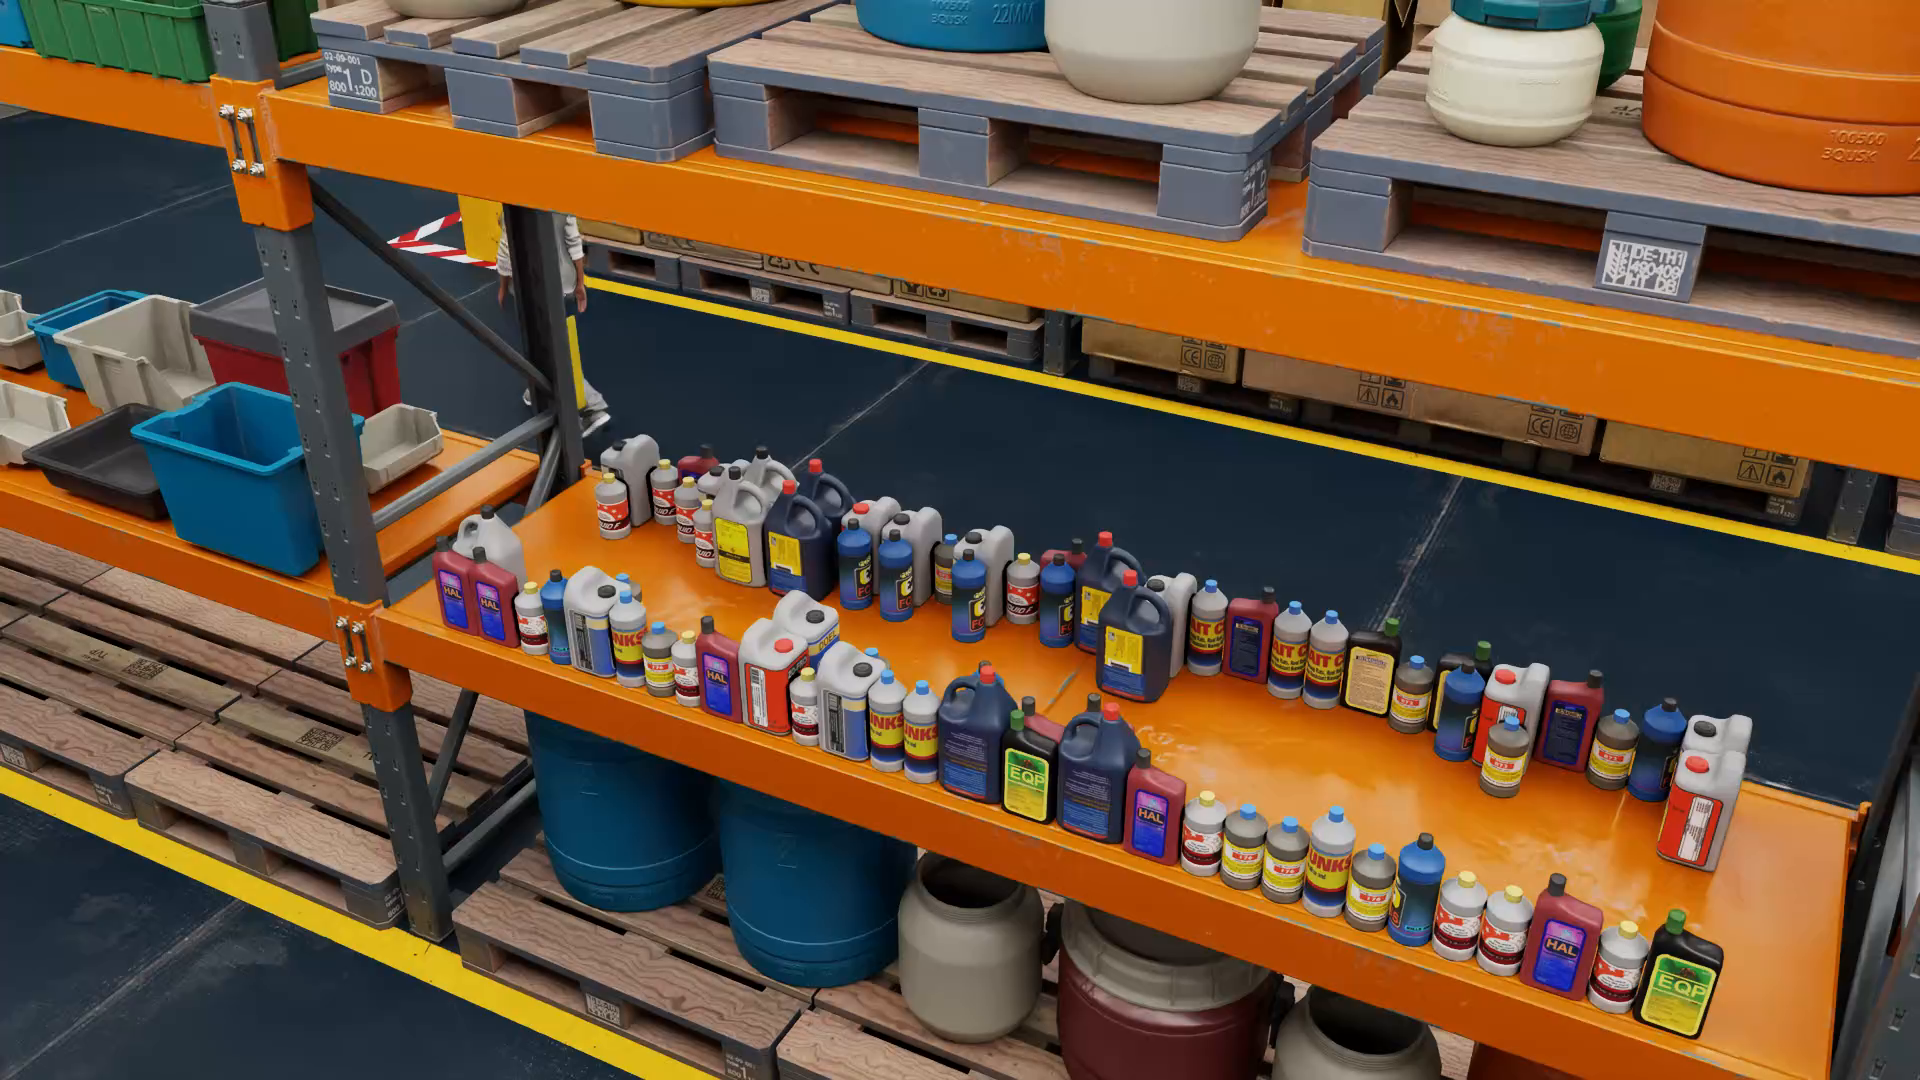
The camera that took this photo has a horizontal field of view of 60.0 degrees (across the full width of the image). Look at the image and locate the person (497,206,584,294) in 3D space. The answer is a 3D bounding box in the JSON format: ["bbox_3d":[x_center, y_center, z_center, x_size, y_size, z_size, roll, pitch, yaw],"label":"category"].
[{"bbox_3d":[-2.082,-1.484,8.147,0.269,0.557,0.411,24,38,34],"label":"person"}]
